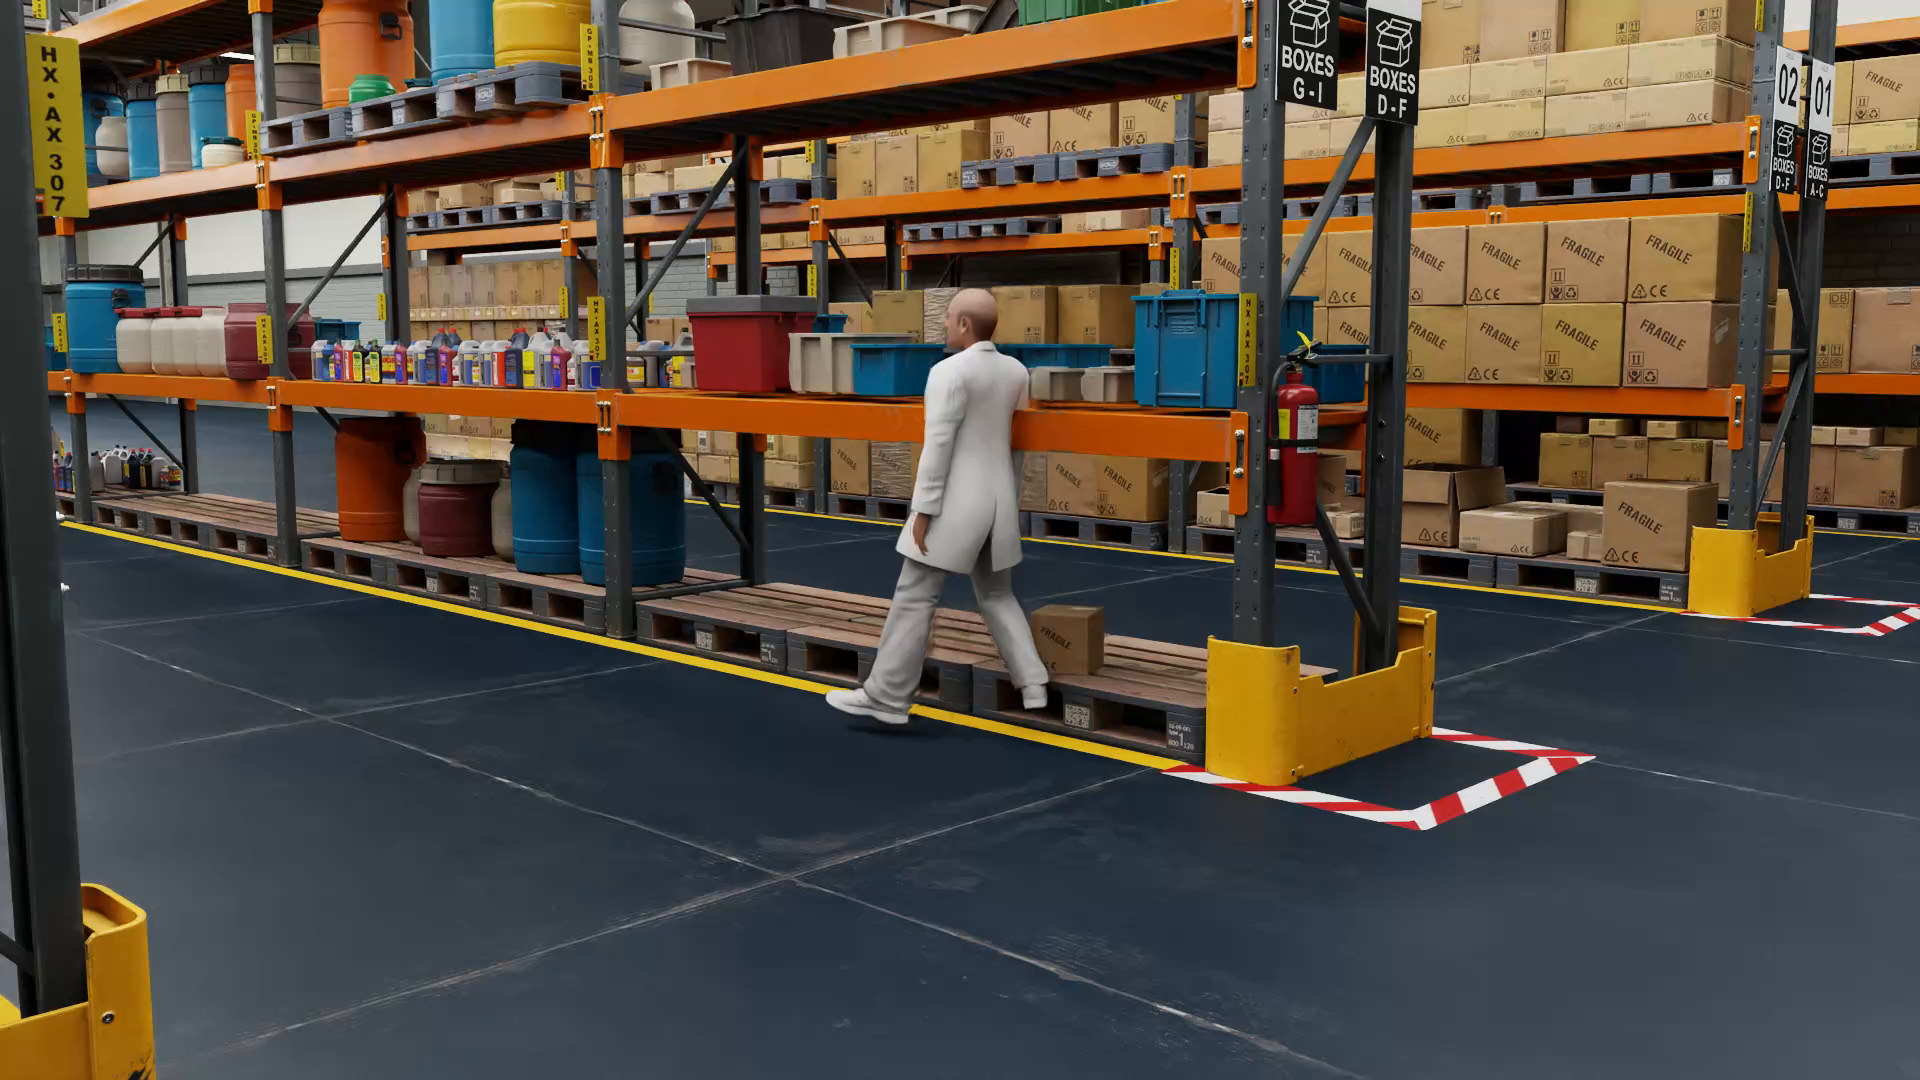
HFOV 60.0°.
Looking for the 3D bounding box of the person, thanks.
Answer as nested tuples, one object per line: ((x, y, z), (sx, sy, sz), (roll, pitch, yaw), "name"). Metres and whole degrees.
((-0.032, -0.132, 6.697), (0.736, 1.742, 0.789), (-7, 10, -44), "person")
